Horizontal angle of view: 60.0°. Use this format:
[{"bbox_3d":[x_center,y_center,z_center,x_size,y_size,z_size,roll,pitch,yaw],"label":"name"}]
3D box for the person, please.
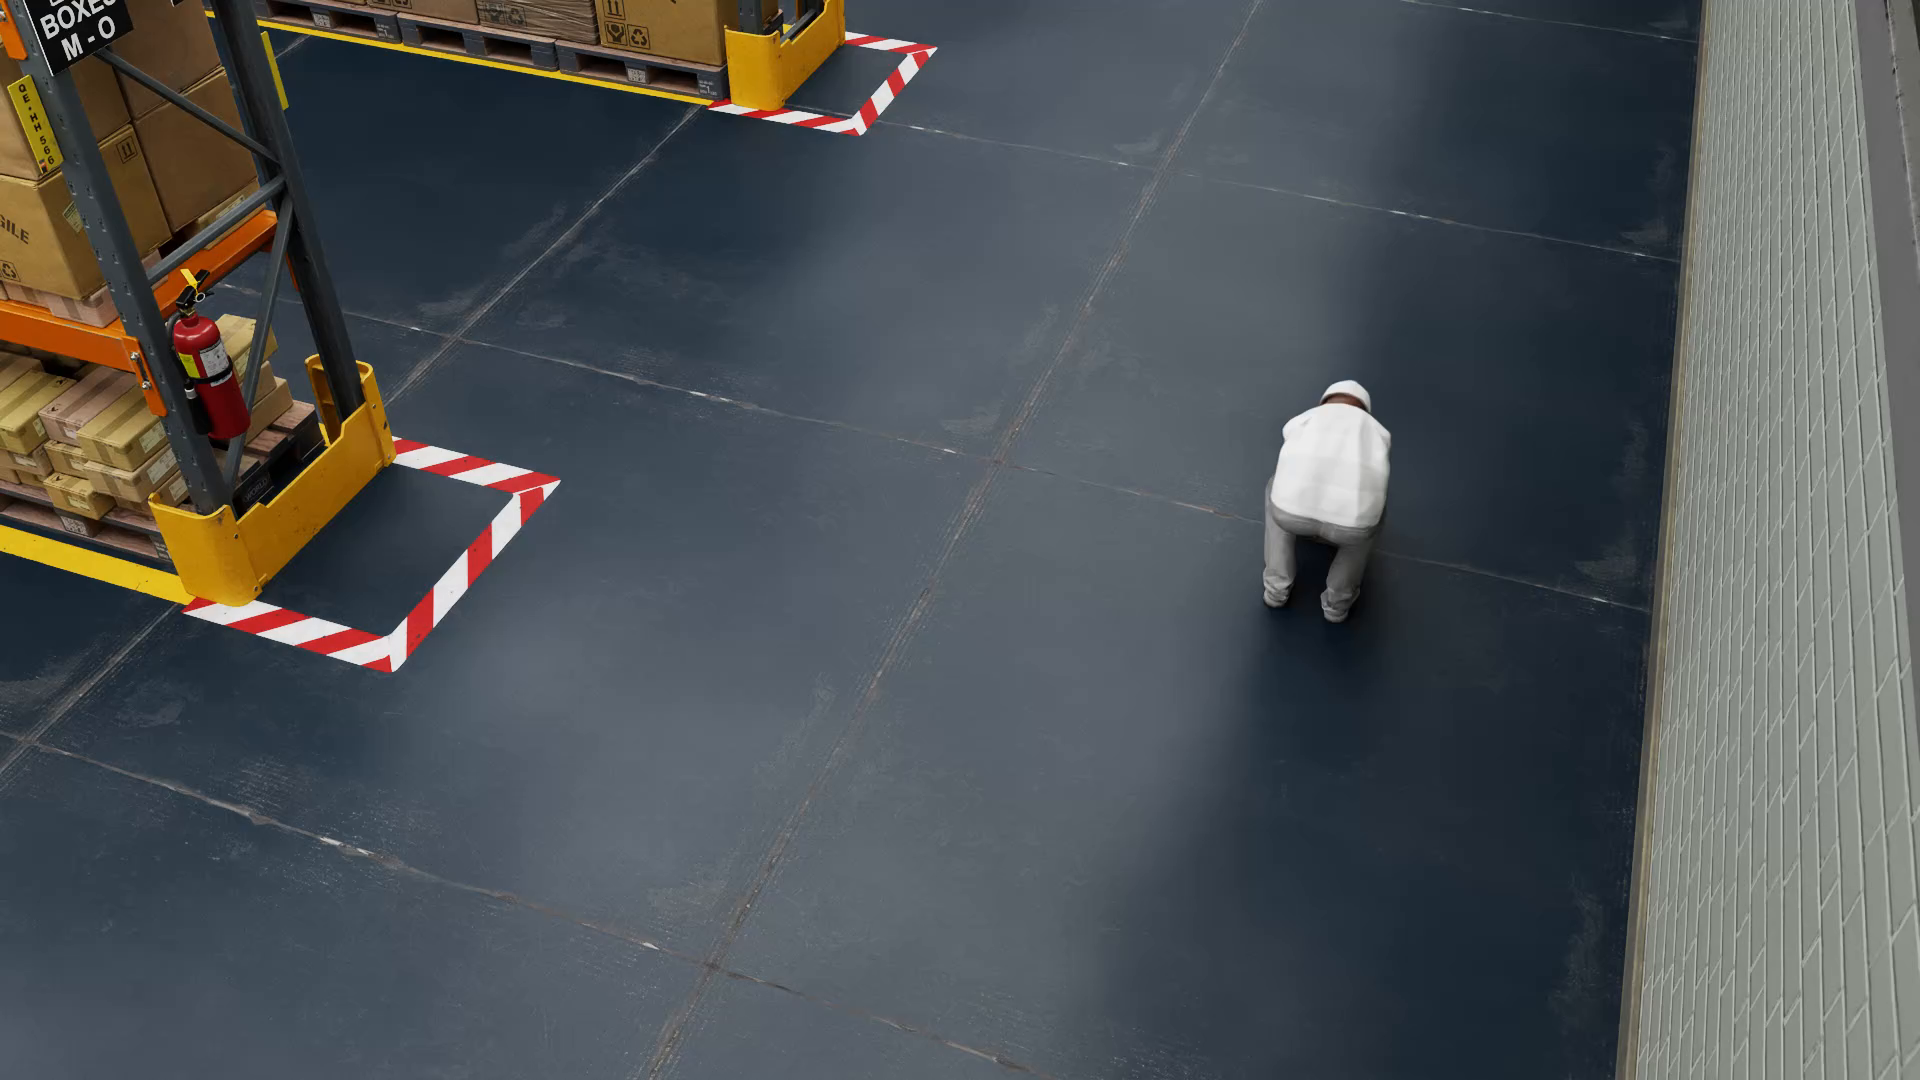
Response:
[{"bbox_3d":[1.564,-0.206,7.061,0.520,0.896,1.003,12,43,13],"label":"person"}]
